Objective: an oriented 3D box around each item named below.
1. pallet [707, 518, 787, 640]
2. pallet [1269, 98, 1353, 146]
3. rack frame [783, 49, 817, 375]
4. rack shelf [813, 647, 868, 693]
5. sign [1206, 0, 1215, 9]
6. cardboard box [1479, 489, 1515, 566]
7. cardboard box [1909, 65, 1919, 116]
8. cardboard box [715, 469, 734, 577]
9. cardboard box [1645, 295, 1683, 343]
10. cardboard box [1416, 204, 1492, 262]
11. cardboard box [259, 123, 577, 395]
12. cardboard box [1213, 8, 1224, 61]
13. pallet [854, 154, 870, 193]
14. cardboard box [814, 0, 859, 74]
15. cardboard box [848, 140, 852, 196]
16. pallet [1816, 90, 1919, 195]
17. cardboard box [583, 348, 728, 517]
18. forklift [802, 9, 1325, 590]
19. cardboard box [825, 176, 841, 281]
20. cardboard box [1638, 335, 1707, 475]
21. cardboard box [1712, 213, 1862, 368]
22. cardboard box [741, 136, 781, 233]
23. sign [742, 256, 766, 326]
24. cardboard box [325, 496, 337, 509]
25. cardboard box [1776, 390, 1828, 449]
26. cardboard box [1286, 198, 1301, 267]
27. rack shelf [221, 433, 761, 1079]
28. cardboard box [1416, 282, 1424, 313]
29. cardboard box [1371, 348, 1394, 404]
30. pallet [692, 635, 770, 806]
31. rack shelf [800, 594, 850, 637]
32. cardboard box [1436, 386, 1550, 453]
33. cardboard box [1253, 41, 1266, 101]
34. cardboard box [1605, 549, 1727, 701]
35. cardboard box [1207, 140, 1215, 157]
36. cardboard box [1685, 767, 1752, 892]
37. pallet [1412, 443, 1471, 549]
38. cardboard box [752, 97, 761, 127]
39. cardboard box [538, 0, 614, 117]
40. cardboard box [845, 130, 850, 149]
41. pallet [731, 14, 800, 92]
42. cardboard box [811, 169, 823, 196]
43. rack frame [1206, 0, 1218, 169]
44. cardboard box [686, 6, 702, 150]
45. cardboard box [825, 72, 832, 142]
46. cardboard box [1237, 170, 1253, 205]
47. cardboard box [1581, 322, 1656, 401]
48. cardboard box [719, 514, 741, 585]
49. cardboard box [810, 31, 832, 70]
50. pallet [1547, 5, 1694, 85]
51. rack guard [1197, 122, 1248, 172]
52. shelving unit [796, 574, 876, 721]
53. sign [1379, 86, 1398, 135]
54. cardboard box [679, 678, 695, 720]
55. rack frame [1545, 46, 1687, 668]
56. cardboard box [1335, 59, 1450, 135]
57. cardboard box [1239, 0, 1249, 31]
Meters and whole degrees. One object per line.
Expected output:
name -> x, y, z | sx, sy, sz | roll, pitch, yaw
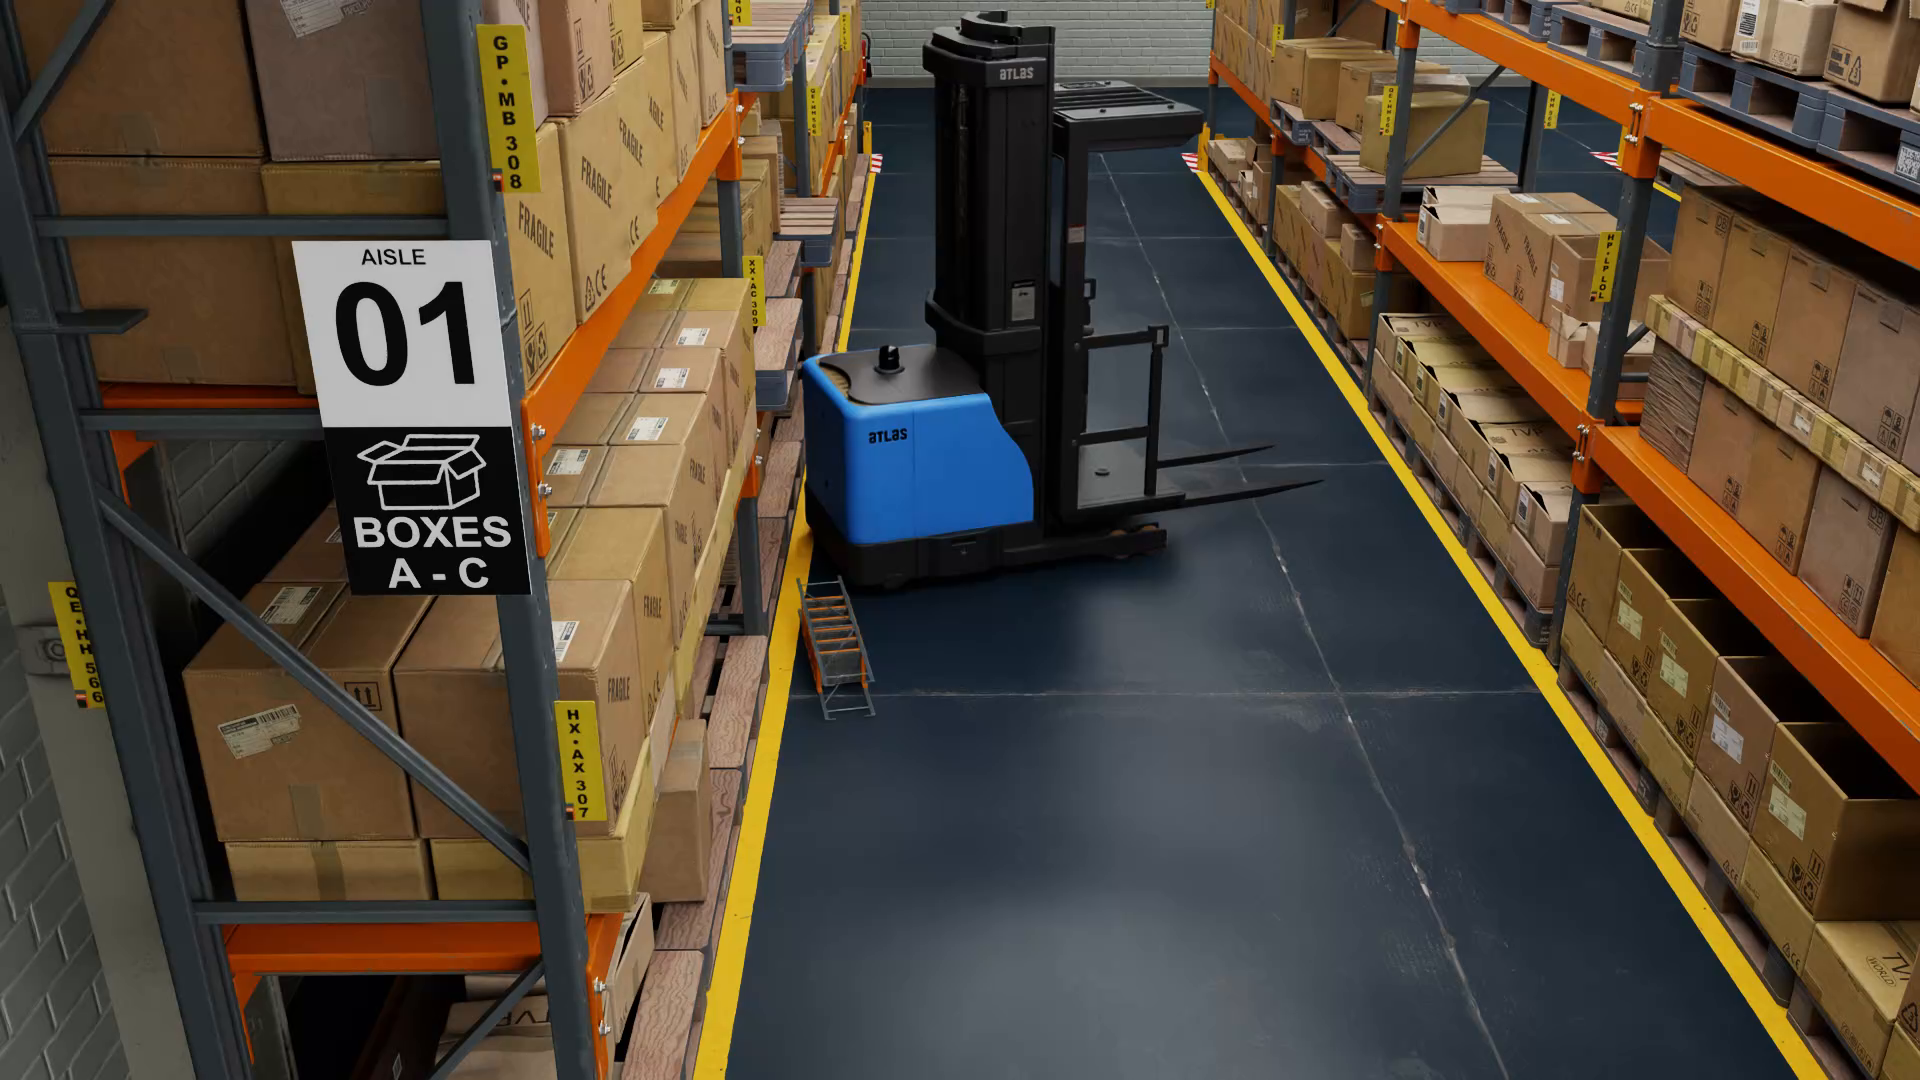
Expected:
pallet -> -1.490, 0.220, 9.008 | 1.003, 0.211, 1.213 | 0, 24, -1
pallet -> 3.285, -3.633, 14.376 | 1.003, 0.211, 1.213 | 0, 24, -1
rack frame -> -1.524, -2.378, 11.369 | 1.000, 3.000, 0.127 | 0, 24, -1
rack shelf -> -0.580, 0.632, 8.110 | 0.258, 0.180, 0.103 | -5, 24, -10
sign -> 2.800, -6.091, 18.526 | 0.100, 0.325, 0.005 | 0, 24, -1
cardboard box -> 3.175, -0.070, 9.093 | 0.500, 0.250, 0.500 | -1, 24, -1
cardboard box -> 3.234, -1.389, 4.971 | 0.500, 0.311, 0.500 | 3, 24, 6
cardboard box -> -1.154, -0.065, 6.410 | 0.500, 0.250, 0.500 | 0, 24, -1
cardboard box -> 3.282, -0.983, 7.376 | 0.380, 0.149, 0.250 | 0, 24, -1
cardboard box -> 3.245, -1.992, 10.623 | 0.500, 0.311, 0.500 | -1, 24, -1
cardboard box -> -1.190, -0.642, 3.744 | 0.500, 0.500, 0.500 | 0, 24, 1
cardboard box -> 3.083, -5.560, 18.283 | 0.500, 0.500, 0.500 | 0, 24, 1
pallet -> -1.524, -4.075, 18.504 | 1.003, 0.211, 1.213 | 0, 24, -1
cardboard box -> -1.577, -5.302, 17.468 | 0.980, 0.700, 0.700 | 0, 24, -1
cardboard box -> -1.479, -3.806, 17.049 | 0.700, 0.500, 0.500 | 0, 24, 1
pallet -> 3.519, -1.228, 5.291 | 1.003, 0.211, 1.213 | 0, 24, -1
cardboard box -> -1.160, -0.406, 6.255 | 0.500, 0.500, 0.500 | -1, 24, -2
forklift -> 0.664, -1.420, 9.333 | 3.031, 2.935, 1.130 | -8, 26, -18
cardboard box -> -1.418, -2.605, 13.969 | 0.750, 0.750, 0.750 | 0, 24, 1
cardboard box -> 3.484, -0.617, 7.352 | 0.700, 0.500, 0.500 | -1, 24, -2
cardboard box -> 3.491, -1.000, 6.624 | 0.700, 0.500, 0.500 | 0, 24, -1
cardboard box -> -1.476, -2.201, 10.320 | 0.700, 0.500, 0.500 | -3, 24, -6
sign -> -0.938, -1.130, 7.558 | 0.100, 0.325, 0.005 | 0, 24, -1
cardboard box -> -1.660, 0.022, 5.309 | 0.500, 0.500, 0.500 | -1, 24, -2
cardboard box -> 3.300, -0.452, 6.202 | 0.380, 0.149, 0.250 | -1, 24, -2
cardboard box -> 3.164, -2.692, 14.561 | 0.500, 0.500, 0.500 | 0, 24, 0
rack shelf -> -1.459, 0.422, 6.050 | 1.077, 0.370, 4.000 | 0, 24, -1
cardboard box -> 3.699, -1.868, 12.740 | 0.500, 0.500, 0.500 | -1, 24, -2
cardboard box -> 3.141, -1.124, 11.421 | 0.500, 0.250, 0.500 | 0, 24, -1
pallet -> -1.438, 0.817, 7.687 | 1.003, 0.211, 1.213 | 0, 24, -1
rack shelf -> -0.699, 0.393, 8.647 | 0.258, 0.180, 0.103 | -5, 24, -10
cardboard box -> 3.165, -0.741, 9.894 | 0.500, 0.311, 0.500 | -1, 24, -1
cardboard box -> 3.117, -4.513, 15.968 | 0.500, 0.500, 0.500 | 0, 24, 1
cardboard box -> 3.178, 0.364, 7.221 | 0.500, 0.500, 0.500 | 0, 24, -1
cardboard box -> 3.003, -4.426, 18.822 | 0.380, 0.149, 0.250 | 0, 24, -1
cardboard box -> 3.187, 1.118, 6.465 | 0.500, 0.250, 0.500 | 0, 24, -1
pallet -> 3.410, -0.291, 10.137 | 1.003, 0.211, 1.213 | 0, 24, -1
cardboard box -> -1.490, -2.778, 10.810 | 0.380, 0.149, 0.250 | -3, 25, -7
cardboard box -> -1.153, -1.326, 4.042 | 0.500, 0.500, 0.500 | -1, 24, -1
cardboard box -> -1.300, -4.040, 16.780 | 0.380, 0.149, 0.250 | -1, 24, -2
pallet -> -1.381, -2.266, 7.708 | 1.213, 0.211, 1.003 | 0, 24, -1
cardboard box -> -1.208, -2.623, 12.191 | 0.380, 0.149, 0.250 | 0, 24, 1
rack frame -> 3.342, -5.699, 18.710 | 1.000, 3.000, 0.127 | 0, 24, -1
cardboard box -> -1.235, -1.736, 6.163 | 0.500, 0.500, 0.500 | -2, 24, -5
cardboard box -> -1.288, -3.405, 13.131 | 0.500, 0.500, 0.500 | 0, 24, 1
cardboard box -> 3.088, -3.568, 16.729 | 0.500, 0.311, 0.500 | 0, 24, -1
cardboard box -> 3.424, -0.888, 8.256 | 0.500, 0.250, 0.500 | 1, 24, 3
cardboard box -> -1.505, -0.095, 8.819 | 0.700, 0.500, 0.500 | 1, 24, 1
cardboard box -> -1.305, -3.946, 13.419 | 0.500, 0.250, 0.500 | 0, 24, 0
pallet -> 3.450, -2.397, 8.002 | 0.805, 0.209, 1.217 | -1, 24, -3
rack guard -> 3.343, -4.528, 19.156 | 1.175, 0.500, 0.348 | 0, 24, -1
shelving unit -> -0.636, 0.519, 8.364 | 0.258, 0.189, 1.200 | -5, 24, -10
sign -> 2.887, -2.887, 11.185 | 0.100, 0.325, 0.005 | 0, 24, -1
cardboard box -> -1.429, 0.636, 7.204 | 0.500, 0.500, 0.500 | -2, 24, -5
rack frame -> 3.473, -0.754, 7.777 | 1.000, 3.000, 0.127 | 0, 24, -1
cardboard box -> 3.467, -3.560, 13.349 | 0.700, 0.500, 0.500 | -6, 25, -14
cardboard box -> 3.104, -5.385, 16.682 | 0.500, 0.500, 0.500 | 0, 24, -1
